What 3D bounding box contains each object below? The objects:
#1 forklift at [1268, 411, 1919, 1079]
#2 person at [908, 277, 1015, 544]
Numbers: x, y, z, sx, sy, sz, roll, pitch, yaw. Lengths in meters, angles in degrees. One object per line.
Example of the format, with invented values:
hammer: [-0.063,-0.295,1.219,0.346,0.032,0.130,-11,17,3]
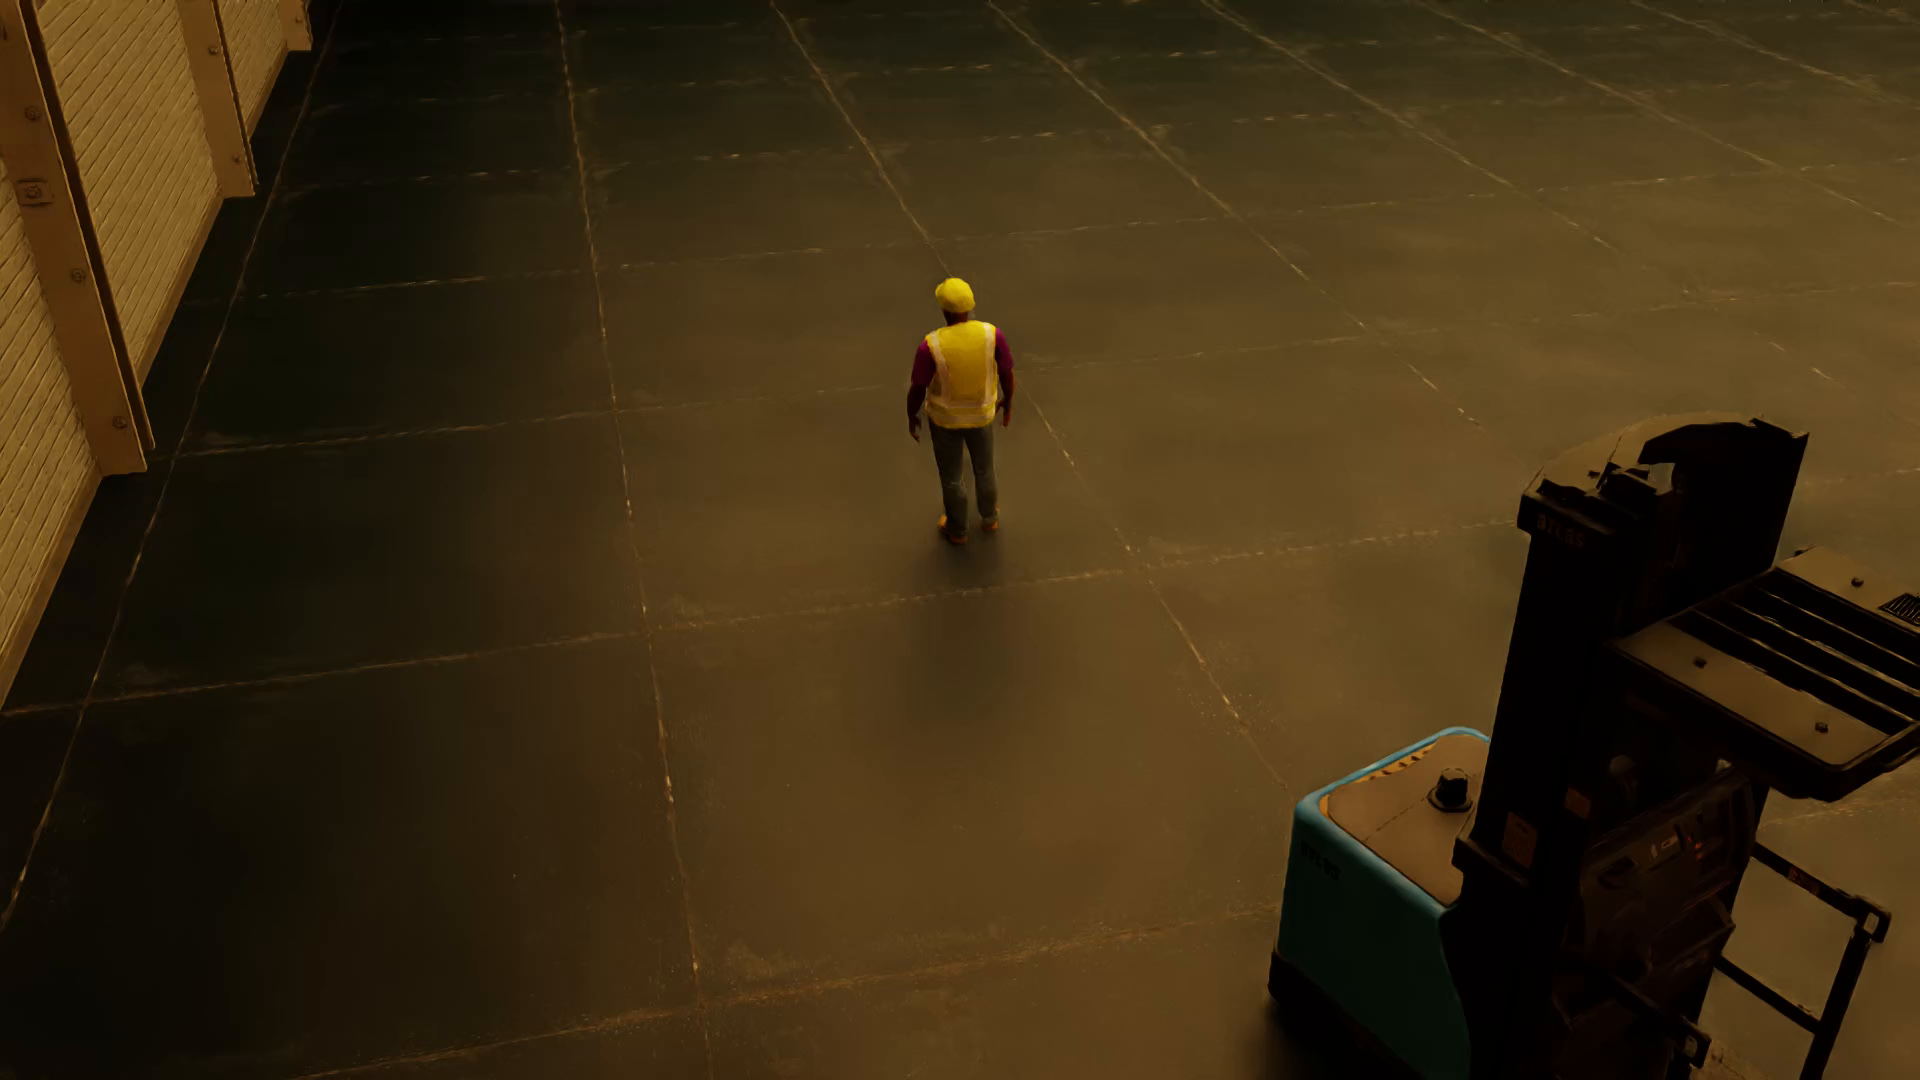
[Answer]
forklift: [2.543,1.173,5.548,1.130,2.935,3.031,-18,35,-29]
person: [-0.011,-0.805,10.114,0.665,1.766,0.576,-7,31,-12]
